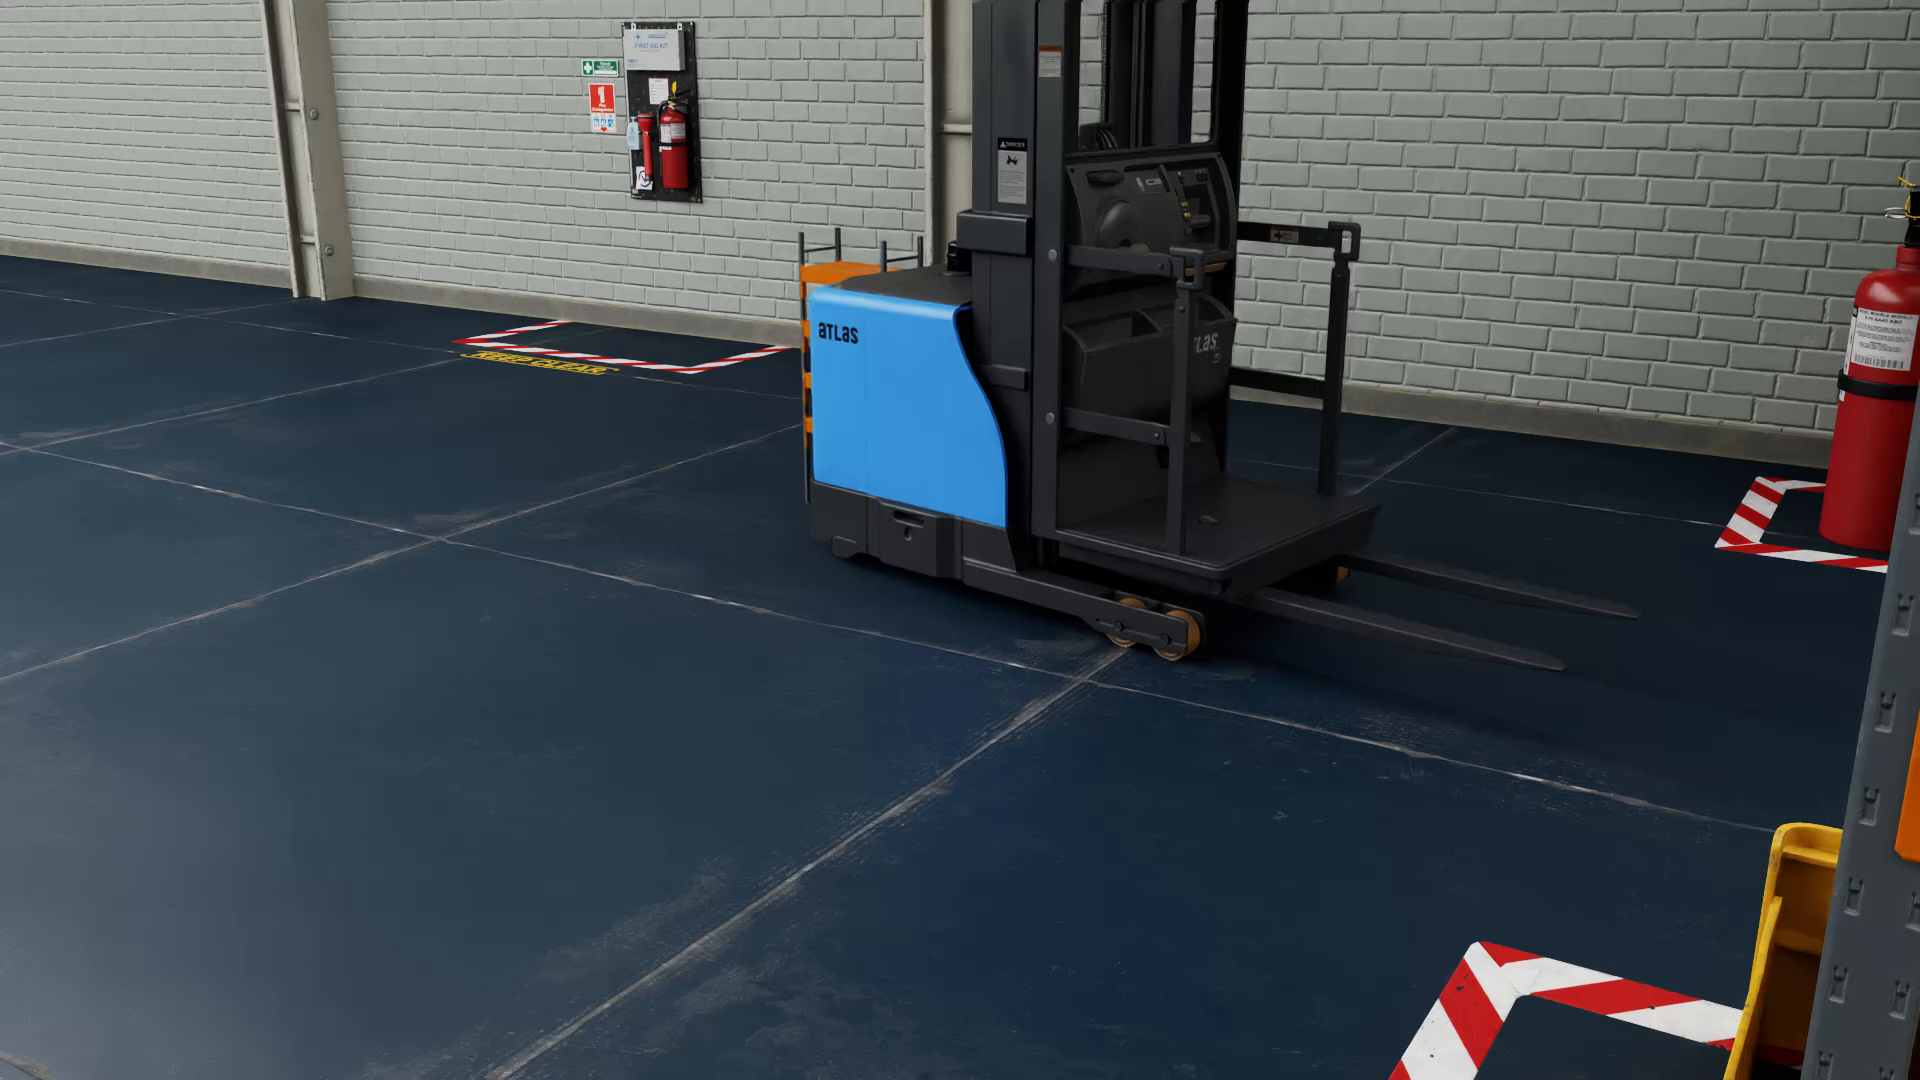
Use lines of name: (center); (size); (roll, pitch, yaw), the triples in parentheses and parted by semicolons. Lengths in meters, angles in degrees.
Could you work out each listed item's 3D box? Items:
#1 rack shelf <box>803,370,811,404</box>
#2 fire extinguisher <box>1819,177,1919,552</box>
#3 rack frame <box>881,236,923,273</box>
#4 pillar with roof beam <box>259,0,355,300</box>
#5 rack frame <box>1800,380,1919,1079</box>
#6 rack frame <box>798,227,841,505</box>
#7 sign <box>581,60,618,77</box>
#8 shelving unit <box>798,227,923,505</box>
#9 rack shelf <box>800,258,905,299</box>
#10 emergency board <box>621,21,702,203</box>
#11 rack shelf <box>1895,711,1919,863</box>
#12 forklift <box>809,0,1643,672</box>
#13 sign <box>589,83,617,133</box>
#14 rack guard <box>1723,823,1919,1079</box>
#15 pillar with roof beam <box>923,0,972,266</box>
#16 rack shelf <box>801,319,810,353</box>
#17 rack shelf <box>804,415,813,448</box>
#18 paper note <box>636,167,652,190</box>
rack shelf: (-0.420, -0.646, 7.174); (0.480, 0.148, 0.258); (14, 22, 39)
fire extinguisher: (1.650, -0.323, 2.916); (0.183, 0.674, 0.296); (10, 20, 30)
rack frame: (-0.237, -0.663, 7.000); (0.015, 1.200, 0.240); (14, 22, 39)
pillar with roof beam: (-7.333, -5.192, 8.490); (0.400, 9.000, 9.100); (10, 20, 30)
rack frame: (1.507, -0.227, 2.467); (0.127, 3.000, 1.000); (10, 20, 30)
rack frame: (-0.603, -0.757, 7.309); (0.015, 1.200, 0.240); (14, 22, 39)
sign: (-2.471, -3.237, 11.405); (0.331, 0.109, 0.001); (10, 20, 30)
shelving unit: (-0.420, -0.710, 7.154); (0.503, 1.200, 0.258); (14, 22, 39)
rack shelf: (-0.420, -1.086, 7.040); (0.480, 0.148, 0.258); (14, 22, 39)
emergency board: (-2.053, -2.860, 11.136); (0.643, 1.169, 0.194); (10, 20, 30)
rack shelf: (3.211, 0.422, 1.570); (4.000, 0.370, 1.077); (10, 20, 30)
forklift: (0.840, -1.172, 5.695); (3.031, 2.935, 1.130); (14, 22, 39)
sign: (-2.470, -2.987, 11.492); (0.234, 0.329, 0.001); (10, 20, 30)
rack guard: (1.487, 0.965, 2.843); (0.348, 0.500, 1.175); (10, 20, 30)
pillar with roof beam: (-2.220, -4.279, 5.485); (0.400, 9.000, 9.100); (10, 20, 30)
rack shelf: (-0.420, -0.860, 7.109); (0.480, 0.148, 0.258); (14, 22, 39)
rack shelf: (-0.420, -0.456, 7.232); (0.480, 0.148, 0.258); (14, 22, 39)
paper note: (-2.168, -2.483, 11.409); (0.142, 0.148, 0.016); (10, 20, 30)
